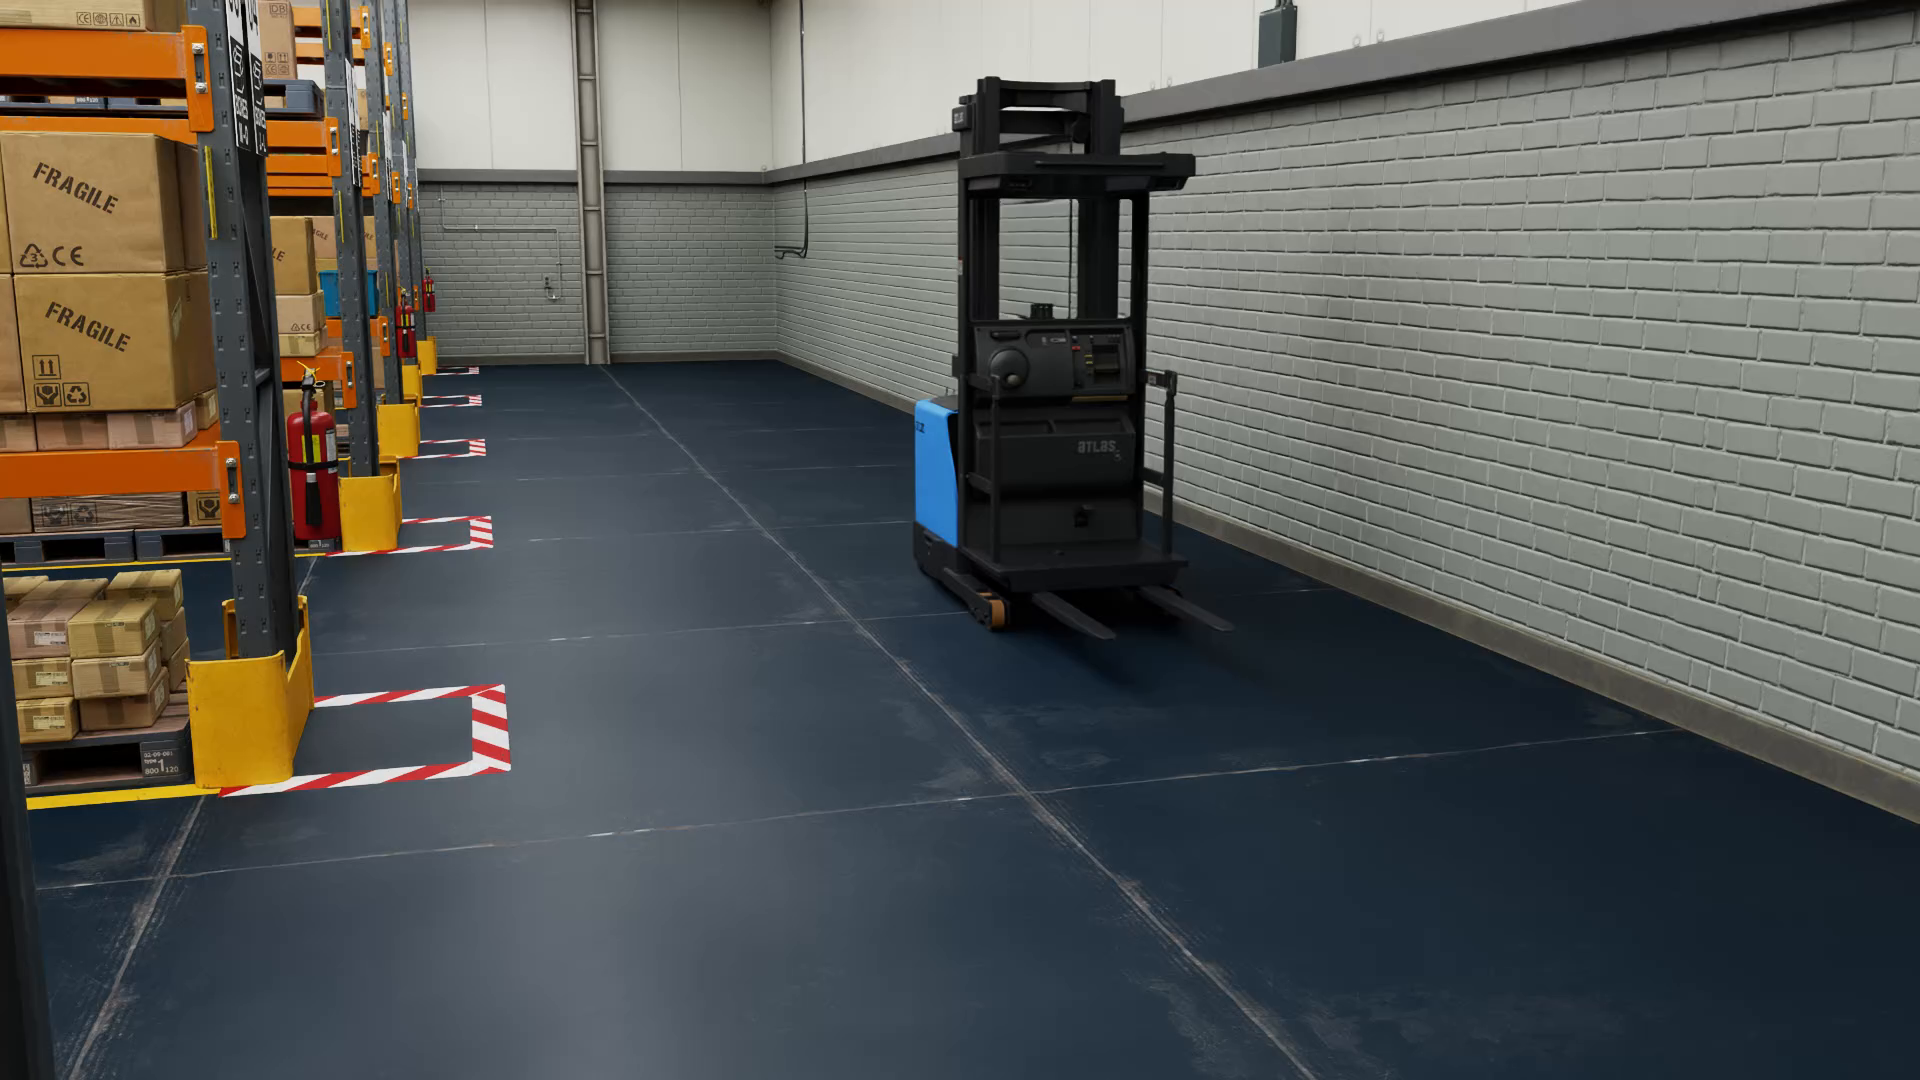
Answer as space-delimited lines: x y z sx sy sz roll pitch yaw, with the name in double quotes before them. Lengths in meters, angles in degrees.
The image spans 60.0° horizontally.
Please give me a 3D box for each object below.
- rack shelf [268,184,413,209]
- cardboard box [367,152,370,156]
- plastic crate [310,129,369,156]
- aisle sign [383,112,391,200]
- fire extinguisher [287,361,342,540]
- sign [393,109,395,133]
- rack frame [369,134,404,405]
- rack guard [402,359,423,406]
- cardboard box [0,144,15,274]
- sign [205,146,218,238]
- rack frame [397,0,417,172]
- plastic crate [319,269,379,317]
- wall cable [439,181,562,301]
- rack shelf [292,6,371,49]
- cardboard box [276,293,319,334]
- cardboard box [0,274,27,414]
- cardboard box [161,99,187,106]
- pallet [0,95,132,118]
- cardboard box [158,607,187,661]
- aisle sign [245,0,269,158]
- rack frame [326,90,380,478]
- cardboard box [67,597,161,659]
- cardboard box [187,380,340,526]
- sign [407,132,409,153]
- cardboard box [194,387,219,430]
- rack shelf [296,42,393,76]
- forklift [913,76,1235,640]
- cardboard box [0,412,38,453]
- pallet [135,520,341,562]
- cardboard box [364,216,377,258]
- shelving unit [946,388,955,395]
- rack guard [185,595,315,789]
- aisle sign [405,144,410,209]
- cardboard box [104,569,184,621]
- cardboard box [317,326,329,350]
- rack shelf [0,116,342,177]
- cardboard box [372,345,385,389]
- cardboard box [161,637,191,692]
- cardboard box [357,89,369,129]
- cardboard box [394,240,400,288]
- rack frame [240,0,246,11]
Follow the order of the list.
"rack shelf" -10.216 -5.103 24.685 4.000 0.370 1.077 -3 11 -16
"cardboard box" -7.327 -4.552 20.116 0.500 0.250 0.500 -3 11 -16
"plastic crate" -5.974 -3.801 15.983 0.590 0.269 0.497 -3 11 -16
"aisle sign" -5.375 -3.592 15.594 0.004 0.787 0.394 -3 11 -16
"fire extinguisher" -2.482 -0.344 6.372 0.183 0.674 0.296 -3 11 -16
"sign" -6.771 -5.035 19.883 0.005 0.325 0.100 -3 11 -16
"rack frame" -5.526 -2.361 16.086 0.127 3.000 1.000 -3 11 -16
"rack guard" -6.980 -1.989 20.970 0.348 0.500 1.175 -3 11 -16
"cardboard box" -3.709 -1.228 6.071 0.500 0.500 0.500 -3 11 -18
"sign" -2.717 -1.260 6.035 0.005 0.325 0.100 -3 11 -16
"rack frame" -8.295 -7.034 24.898 0.127 3.000 1.000 -3 11 -16
"plastic crate" -5.796 -2.358 15.809 0.499 0.435 0.616 -3 11 -16
"wall cable" -7.330 -4.812 26.594 1.851 1.984 0.084 -3 11 -16
"rack shelf" -7.447 -4.660 15.094 4.000 0.370 1.077 -3 11 -16
"cardboard box" -4.533 -1.502 11.012 0.500 0.250 0.500 -3 11 -17
"cardboard box" -3.708 -0.735 6.158 0.500 0.500 0.500 -3 11 -17
"cardboard box" -9.294 -5.094 19.610 0.500 0.500 0.700 -3 11 -16
"pallet" -6.025 -2.830 10.593 1.213 0.211 1.003 -3 11 -16
"cardboard box" -3.428 0.399 6.989 0.250 0.149 0.380 -3 11 -14
"aisle sign" -2.866 -1.967 6.766 0.004 0.787 0.394 -3 11 -16
"rack frame" -4.142 -1.500 11.409 0.127 3.000 1.000 -3 11 -16
"cardboard box" -3.290 0.341 6.479 0.250 0.149 0.380 -3 11 -15
"cardboard box" -4.734 -0.615 11.312 0.875 0.875 0.875 -3 11 -16
"sign" -8.157 -5.860 24.580 0.005 0.325 0.100 -3 11 -16
"cardboard box" -3.255 -0.550 6.941 0.250 0.149 0.380 -3 11 -16
"rack shelf" -8.828 -5.716 19.737 4.000 0.370 1.077 -3 11 -16
"forklift" 0.591 -1.038 9.088 1.130 2.935 3.031 -3 11 -15
"cardboard box" -3.573 -0.422 6.248 0.250 0.149 0.380 -3 11 -17
"pallet" -4.888 -0.074 11.368 1.213 0.211 1.003 -3 11 -16
"cardboard box" -7.258 -3.693 20.283 0.500 0.500 0.500 -3 11 -16
"shelving unit" 0.051 -0.519 11.466 0.252 1.050 0.215 -3 11 -16
"rack guard" -2.926 0.601 6.903 0.348 0.500 1.175 -3 11 -16
"aisle sign" -6.924 -4.555 20.825 0.004 0.787 0.394 -3 11 -16
"cardboard box" -3.451 0.238 7.041 0.250 0.149 0.380 -4 11 -19
"cardboard box" -4.575 -1.416 11.646 0.250 0.149 0.380 -3 11 -15
"rack shelf" -6.062 -2.520 10.653 4.000 0.370 1.077 -3 11 -16
"cardboard box" -7.360 -2.139 20.569 0.500 0.500 0.500 -3 11 -16
"cardboard box" -3.445 0.534 7.076 0.250 0.149 0.380 -3 11 -15
"cardboard box" -7.396 -5.209 20.236 0.500 0.500 0.700 -3 11 -16
"cardboard box" -8.782 -4.203 25.264 0.700 0.700 0.980 -3 11 -13
"rack frame" -2.853 -3.583 6.154 0.127 3.000 1.000 -3 11 -16
